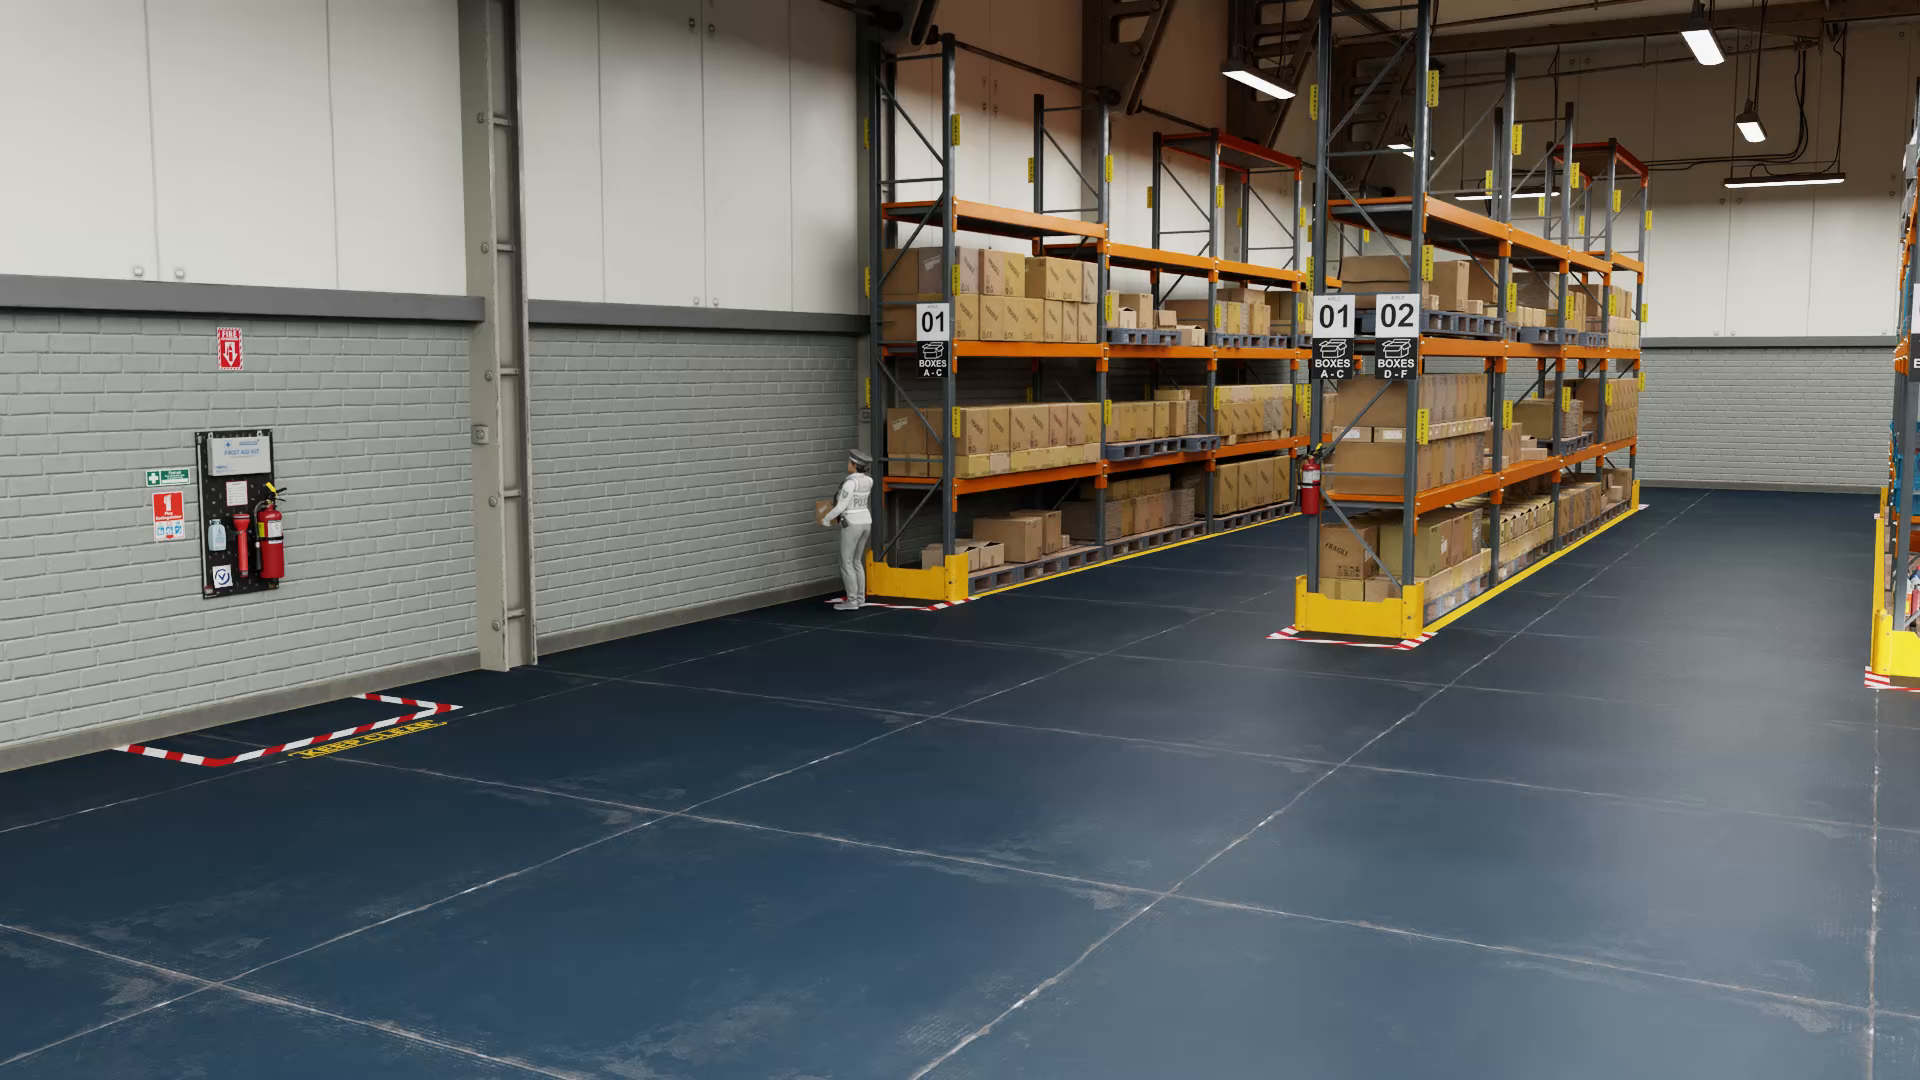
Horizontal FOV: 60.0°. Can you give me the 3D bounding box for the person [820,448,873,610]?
[{"bbox_3d":[-1.160,-0.121,17.385,0.557,1.686,0.460,3,7,29],"label":"person"}]
